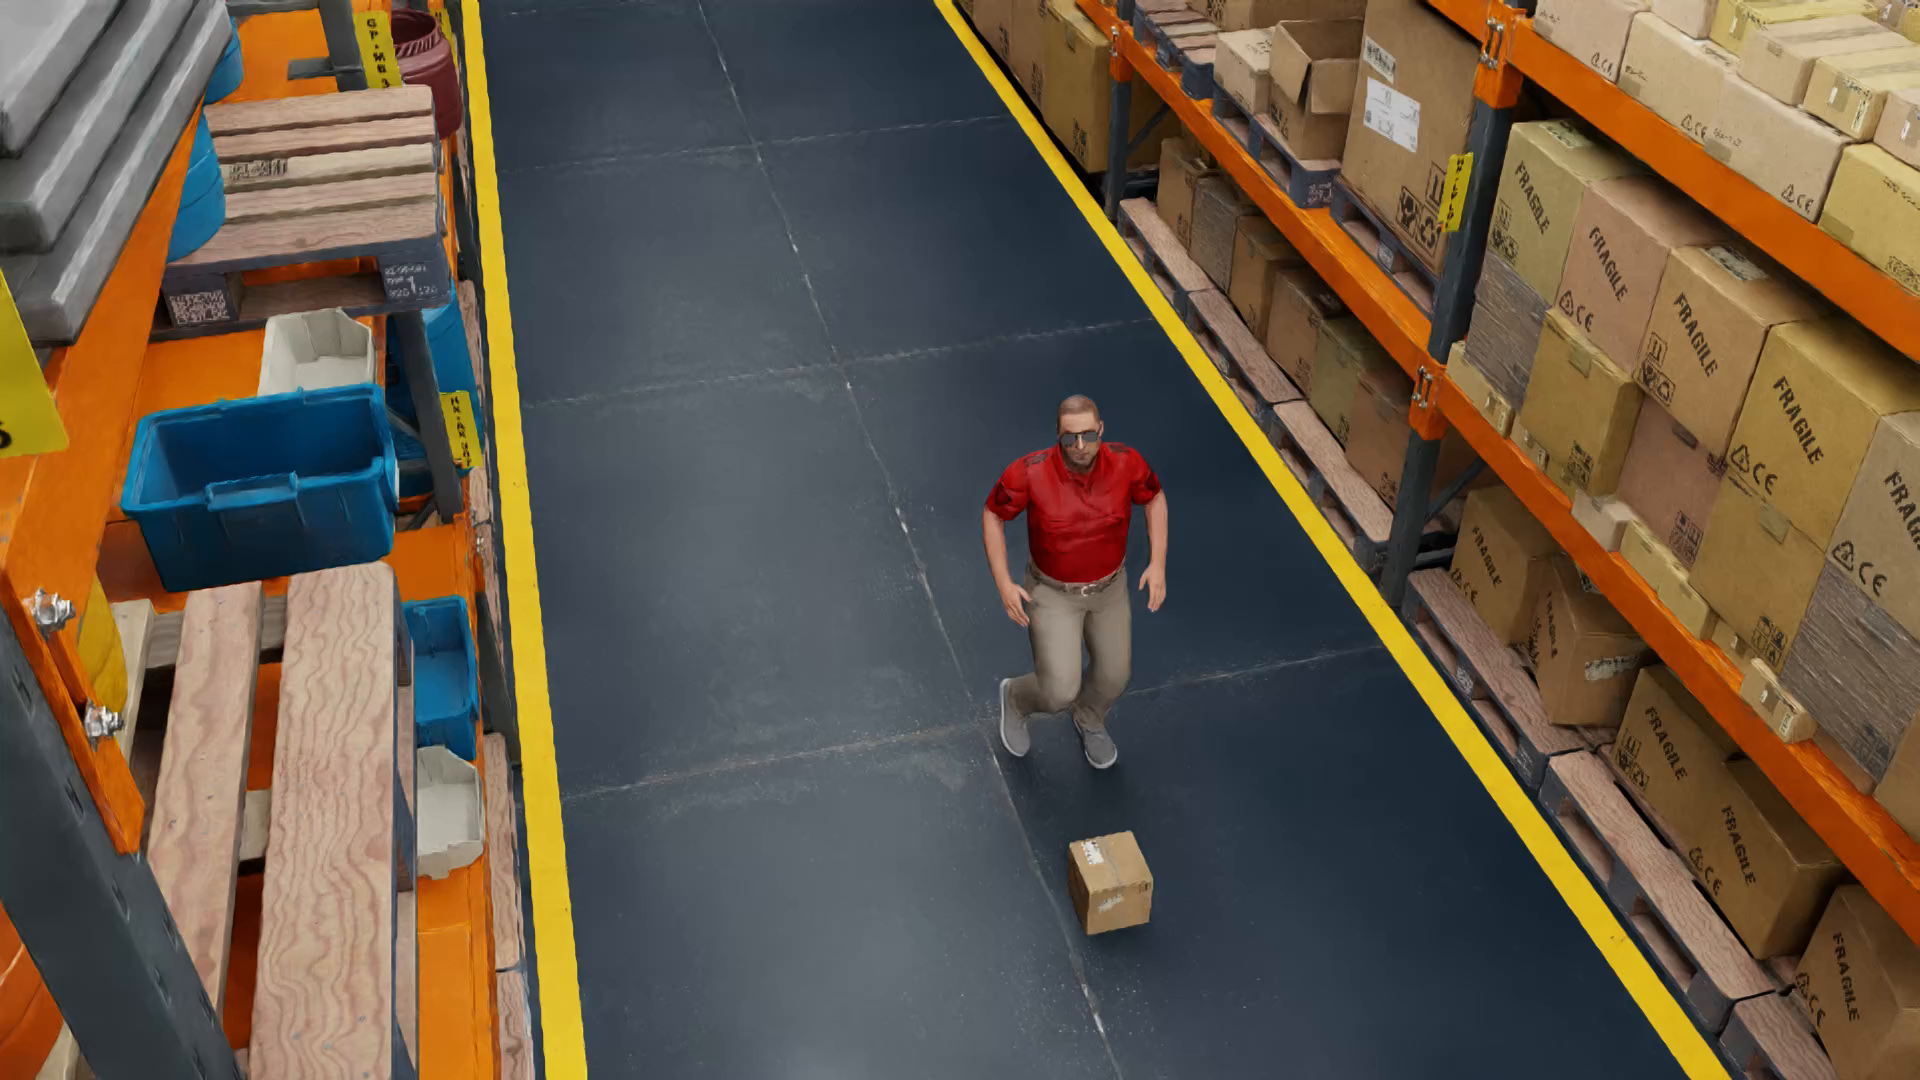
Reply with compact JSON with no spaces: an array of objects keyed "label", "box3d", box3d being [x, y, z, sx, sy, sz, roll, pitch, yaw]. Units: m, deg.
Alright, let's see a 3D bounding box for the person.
[{"label":"person","box3d":[0.465,0.206,6.495,0.685,1.702,0.512,-13,40,-16]}]
